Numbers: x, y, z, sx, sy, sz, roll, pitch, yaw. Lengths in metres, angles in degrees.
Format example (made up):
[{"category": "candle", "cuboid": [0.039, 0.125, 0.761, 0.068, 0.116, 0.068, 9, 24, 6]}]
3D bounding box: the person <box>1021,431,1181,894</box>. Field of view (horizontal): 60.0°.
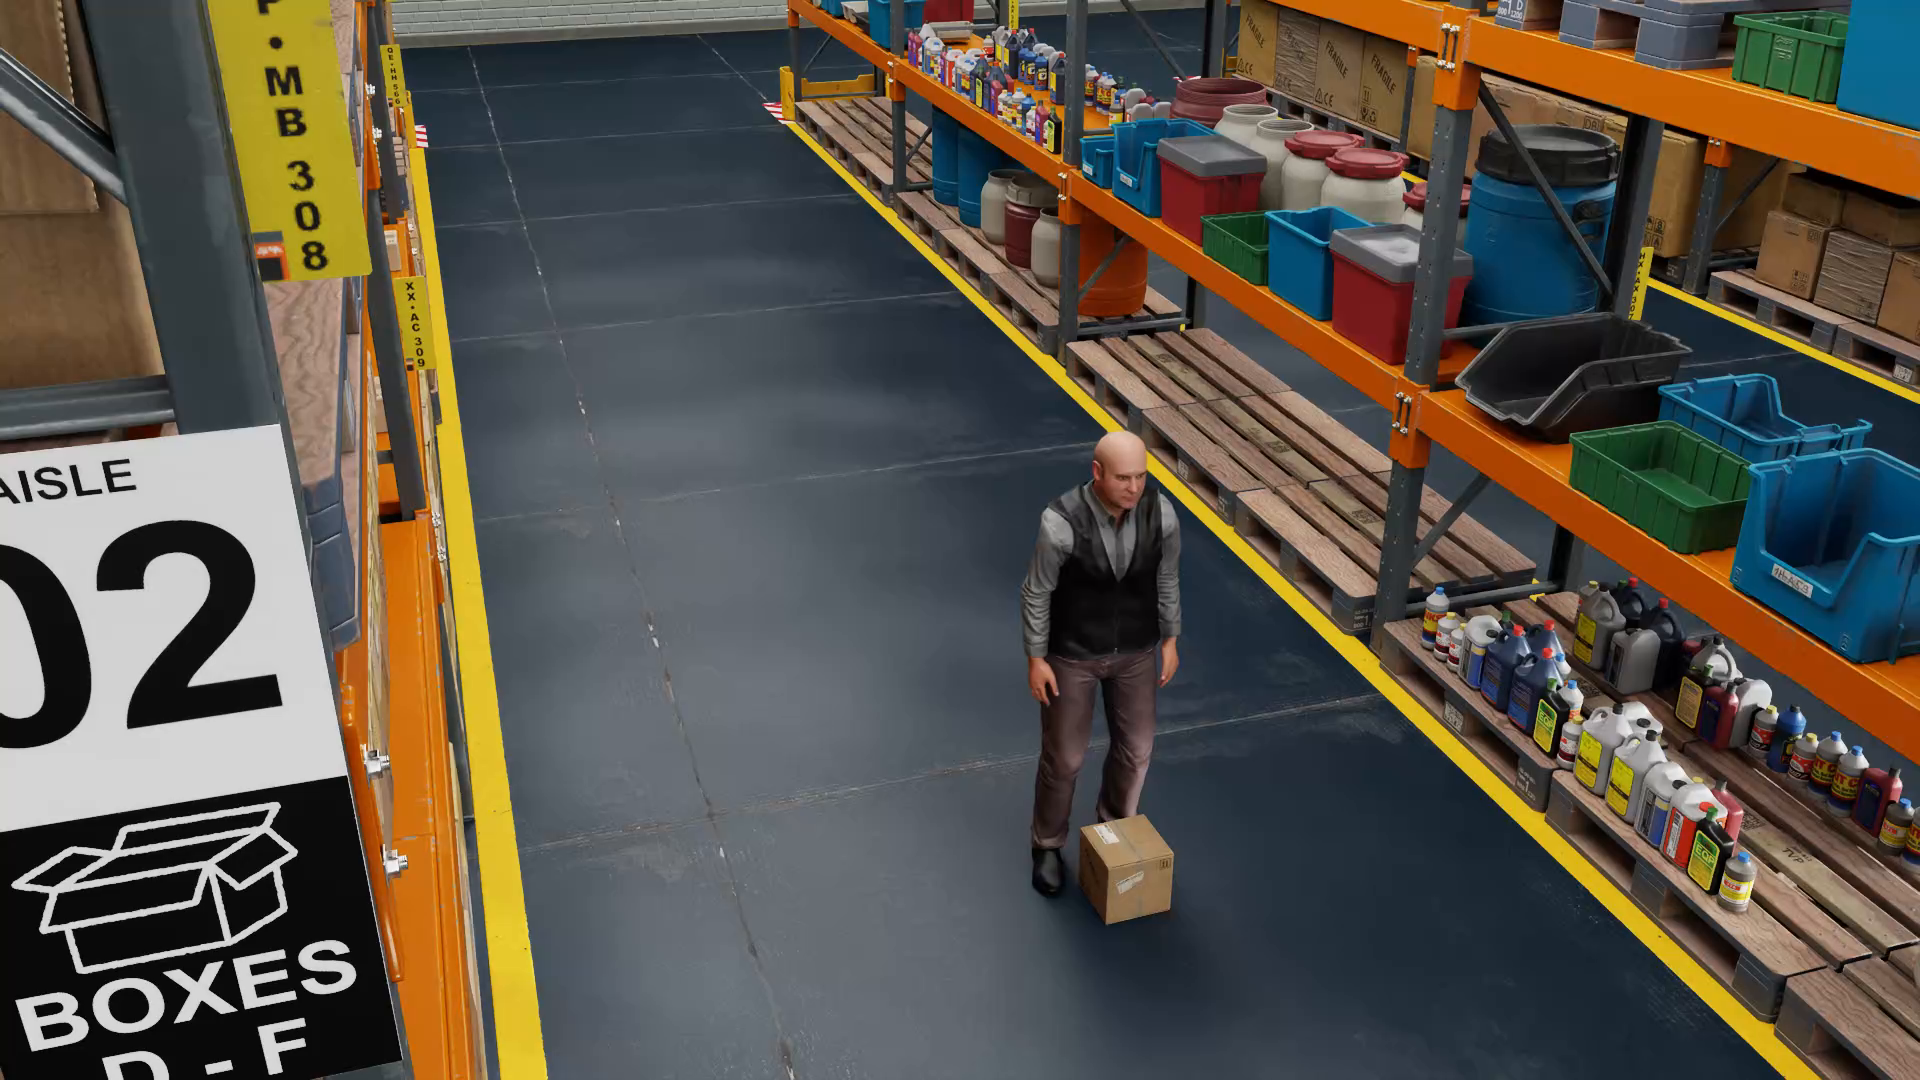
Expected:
[{"category": "person", "cuboid": [0.489, 0.395, 5.835, 0.581, 1.721, 0.419, -8, 27, -16]}]
